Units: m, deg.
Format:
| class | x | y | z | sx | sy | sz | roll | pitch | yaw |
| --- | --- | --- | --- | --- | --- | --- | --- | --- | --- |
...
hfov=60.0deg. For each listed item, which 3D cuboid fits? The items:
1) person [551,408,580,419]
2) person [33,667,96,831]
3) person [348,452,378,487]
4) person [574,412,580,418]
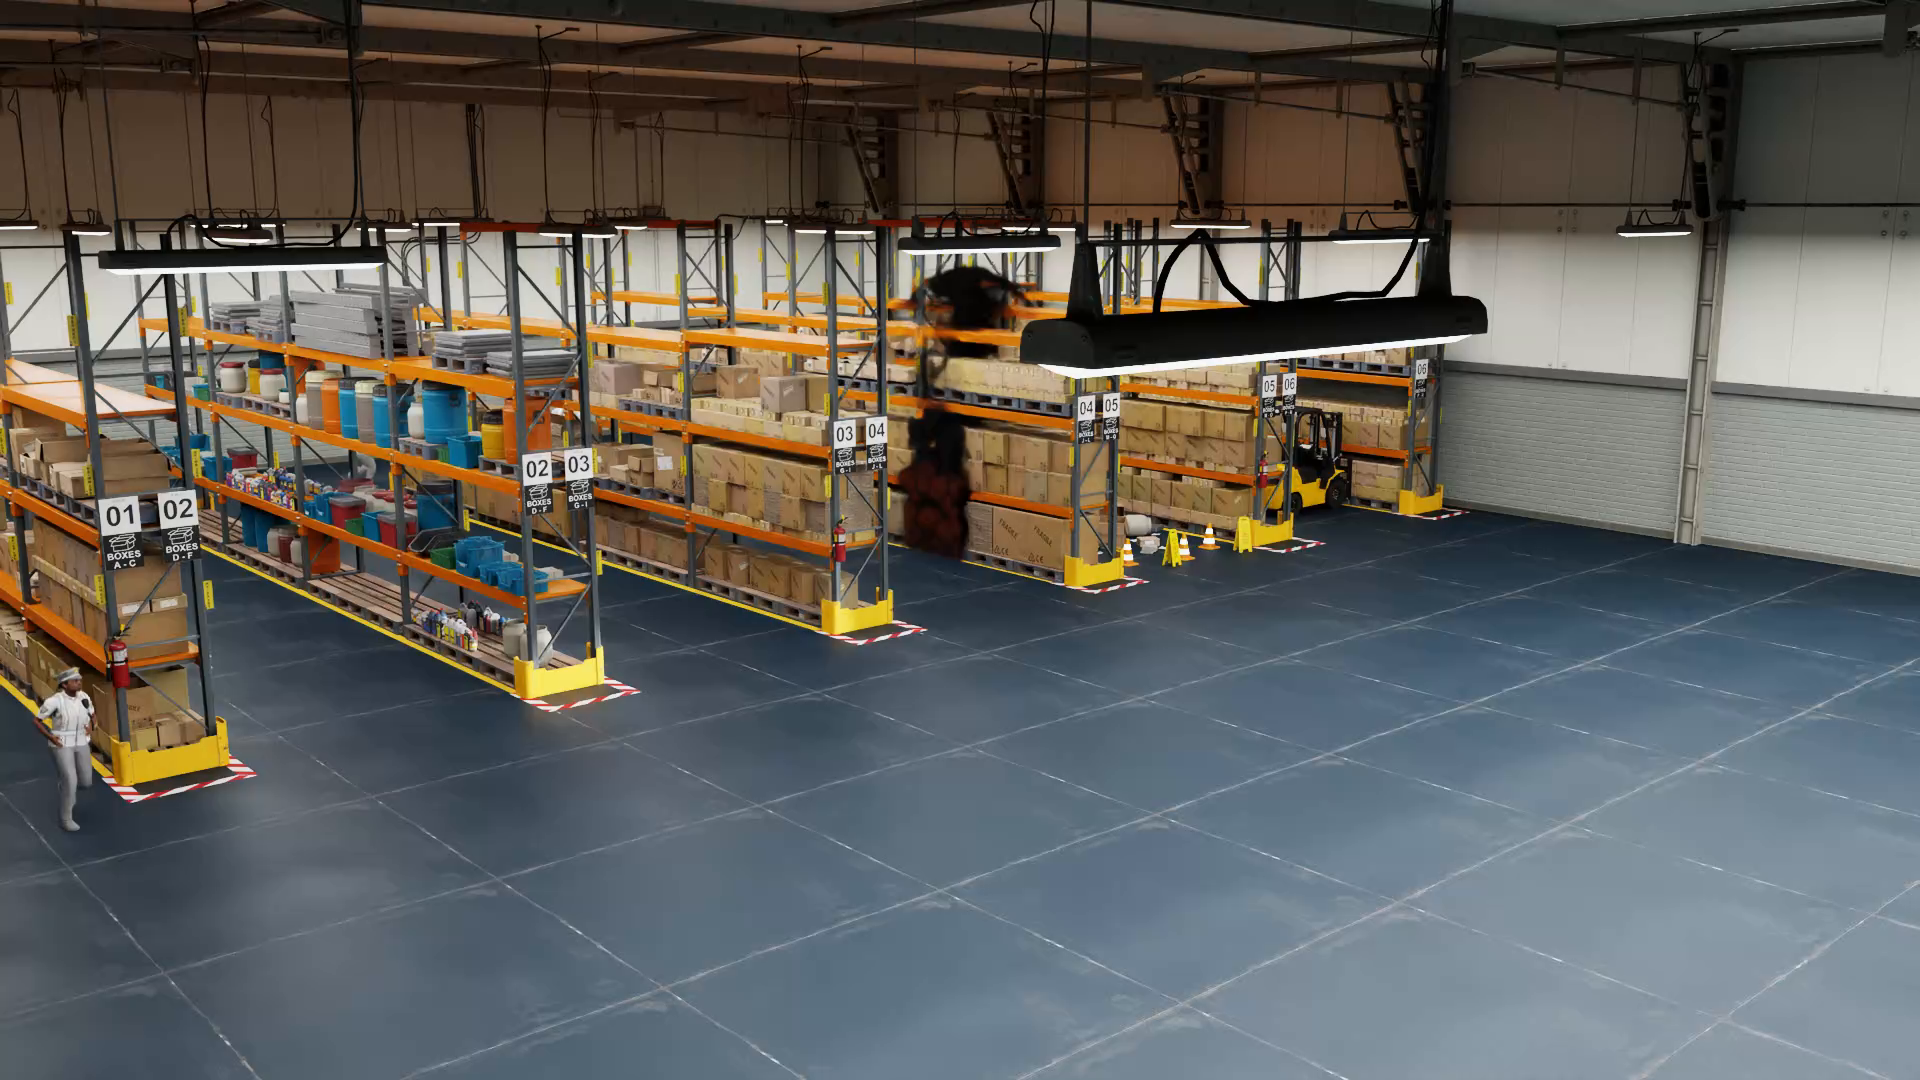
| class | x | y | z | sx | sy | sz | roll | pitch | yaw |
| --- | --- | --- | --- | --- | --- | --- | --- | --- | --- |
| person | -9.534 | -2.547 | 40.090 | 0.767 | 1.808 | 0.855 | 1 | 11 | 6 |
| person | -9.266 | 2.128 | 17.323 | 0.714 | 1.649 | 0.607 | 7 | 13 | 31 |
| person | -13.509 | -1.976 | 37.539 | 0.620 | 1.629 | 0.632 | -6 | 13 | -27 |
| person | -9.366 | -2.638 | 40.854 | 0.575 | 1.607 | 0.698 | -9 | 15 | -38 |
